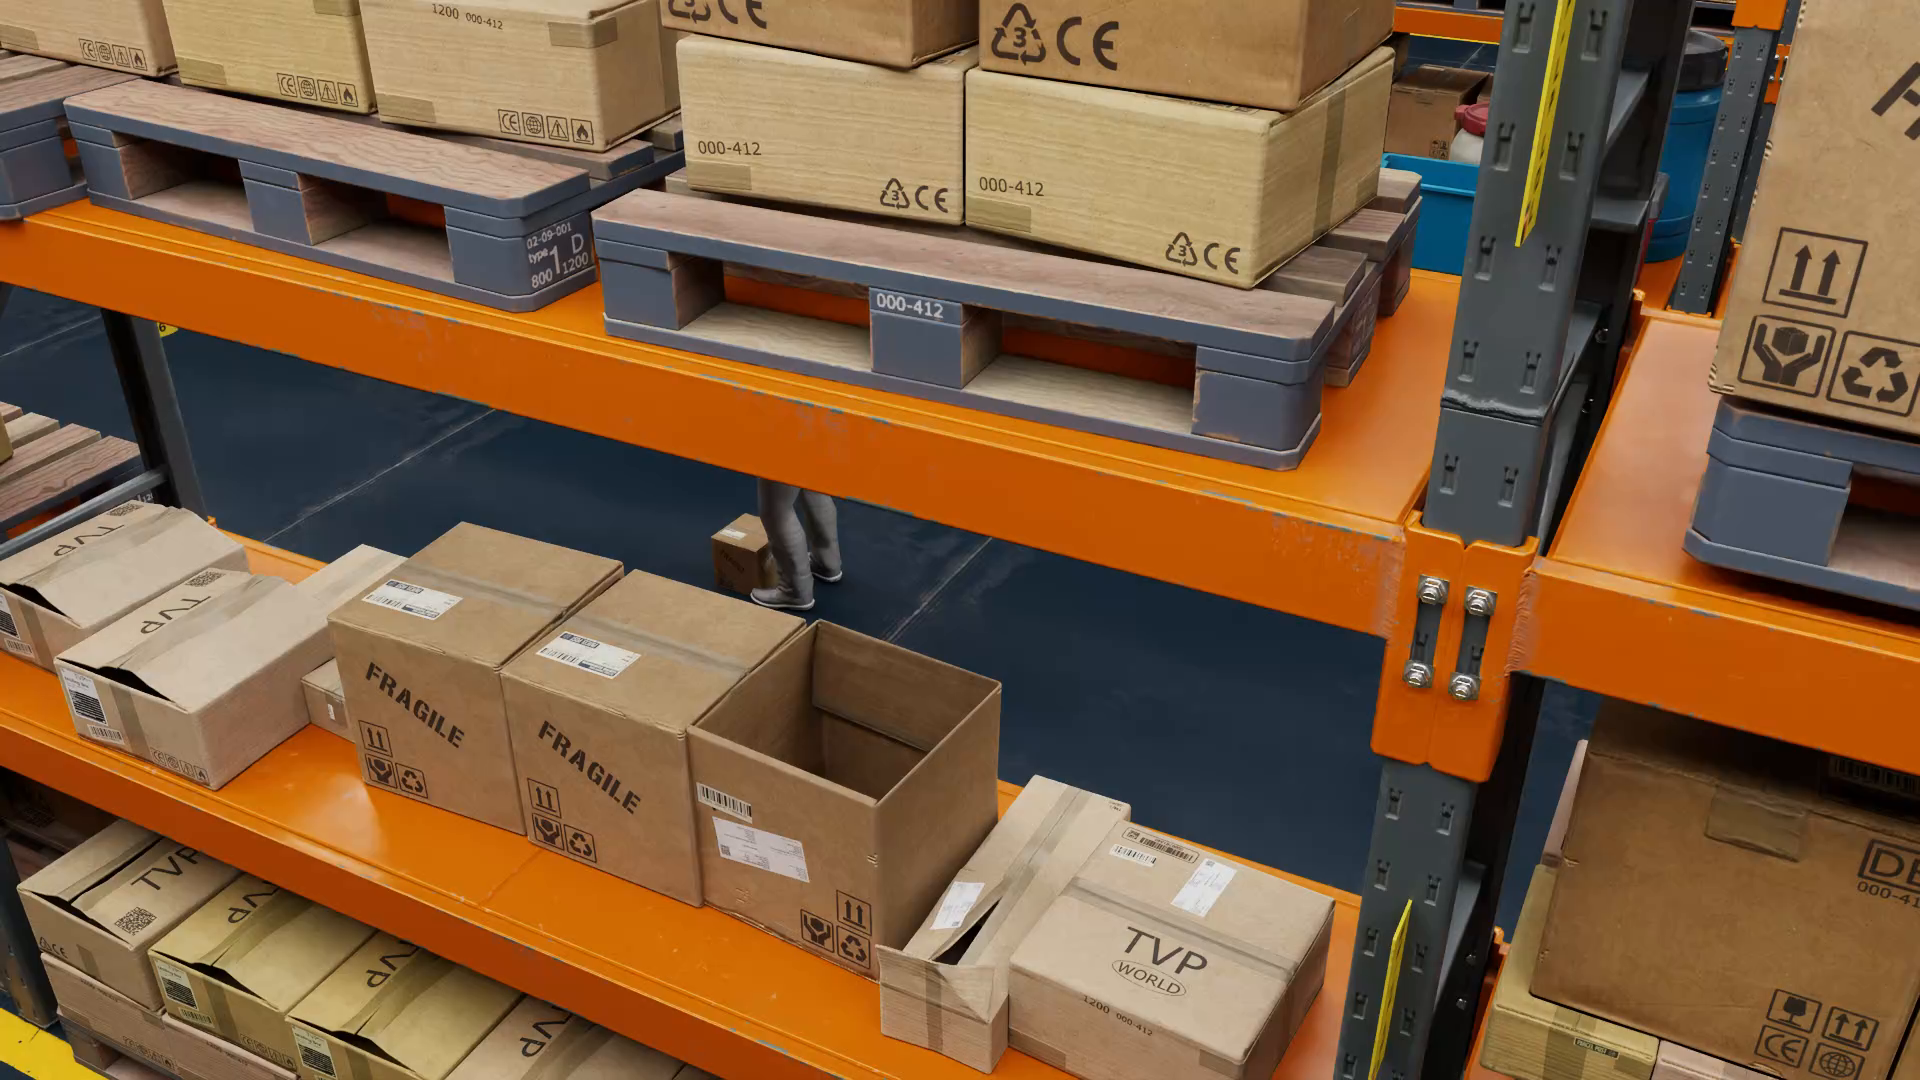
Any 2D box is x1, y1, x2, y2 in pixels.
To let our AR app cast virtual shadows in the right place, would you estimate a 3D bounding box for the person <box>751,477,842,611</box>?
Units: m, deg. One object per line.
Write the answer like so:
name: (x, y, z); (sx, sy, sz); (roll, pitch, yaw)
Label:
person: (-0.709, -0.488, 6.968); (0.393, 1.660, 0.506); (15, 33, 24)
